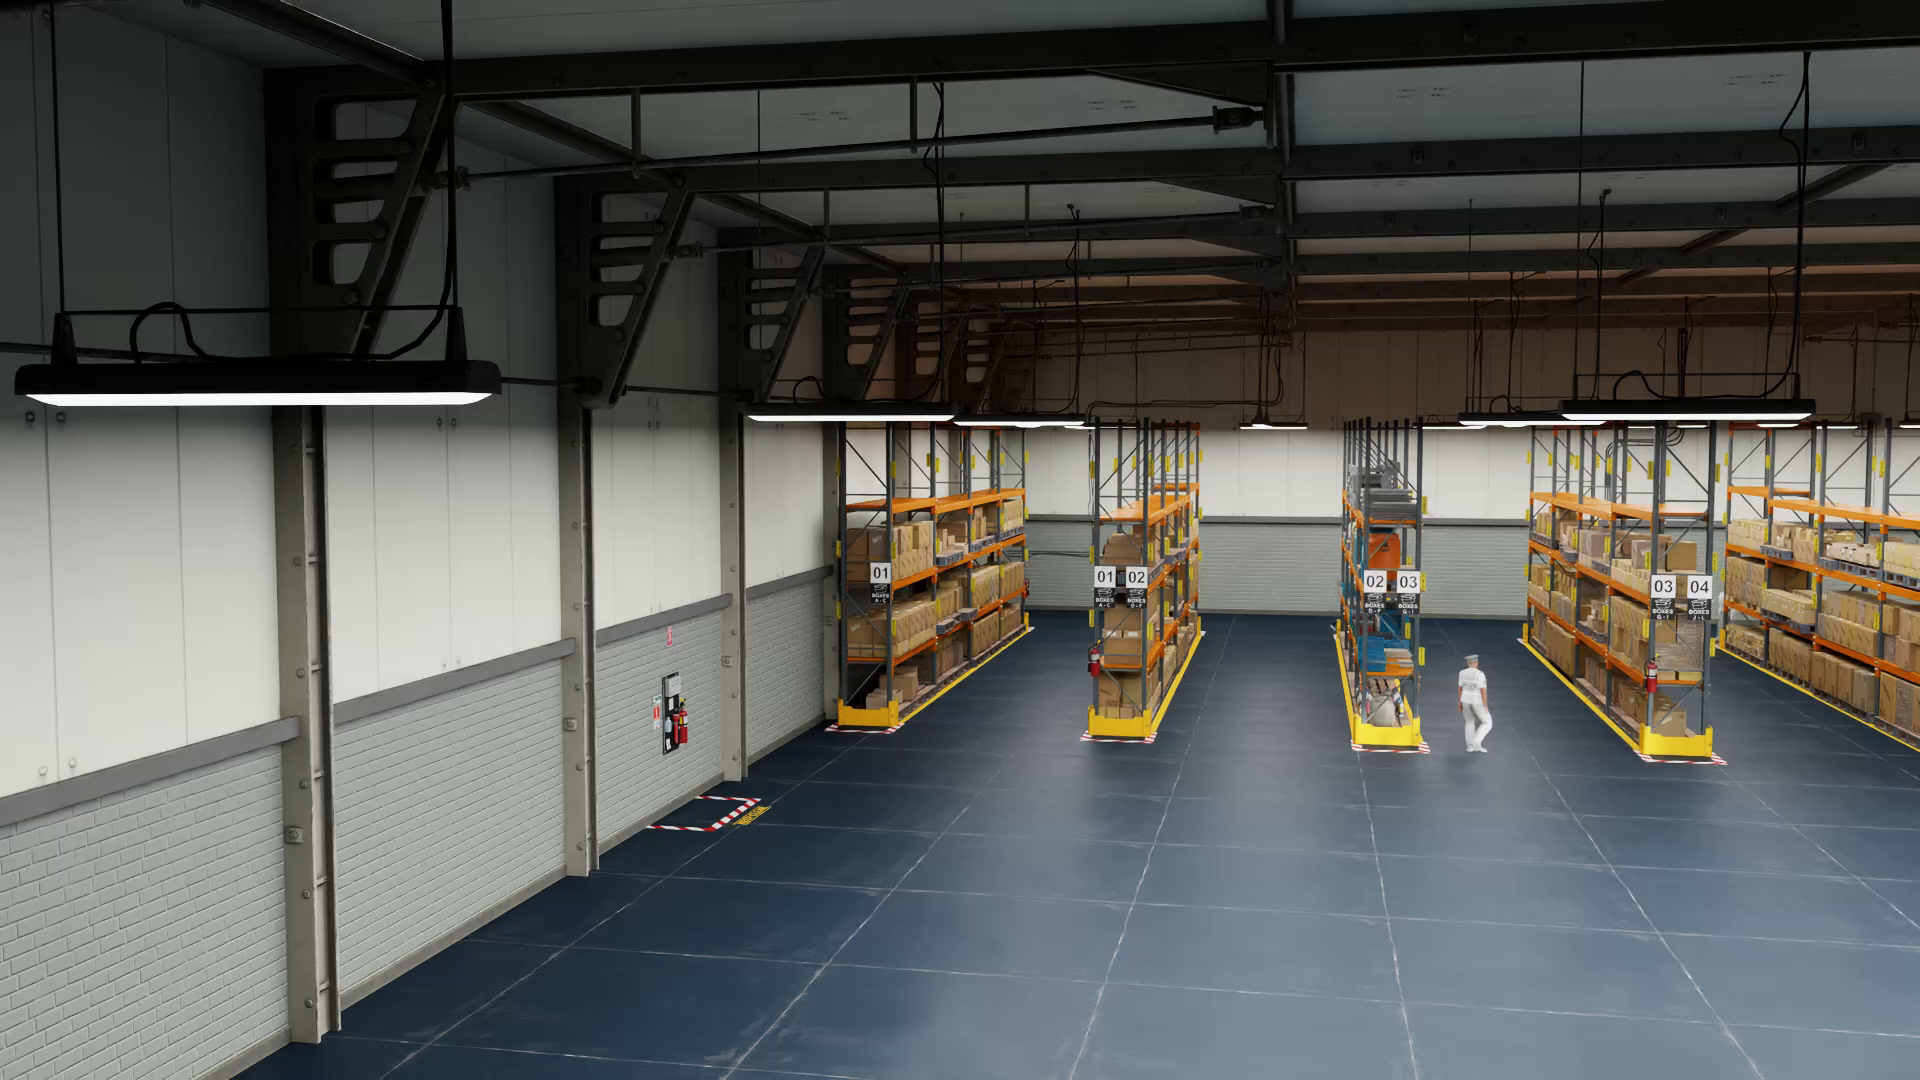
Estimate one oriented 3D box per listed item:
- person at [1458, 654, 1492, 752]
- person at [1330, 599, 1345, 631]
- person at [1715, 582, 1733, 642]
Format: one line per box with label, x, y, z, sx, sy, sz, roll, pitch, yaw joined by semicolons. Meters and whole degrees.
person;9.182;2.933;29.706;0.527;1.738;0.672;-3;5;-41
person;10.967;1.895;47.324;0.891;1.504;0.413;2;4;29
person;20.936;1.946;45.348;0.933;1.643;0.490;0;4;7
